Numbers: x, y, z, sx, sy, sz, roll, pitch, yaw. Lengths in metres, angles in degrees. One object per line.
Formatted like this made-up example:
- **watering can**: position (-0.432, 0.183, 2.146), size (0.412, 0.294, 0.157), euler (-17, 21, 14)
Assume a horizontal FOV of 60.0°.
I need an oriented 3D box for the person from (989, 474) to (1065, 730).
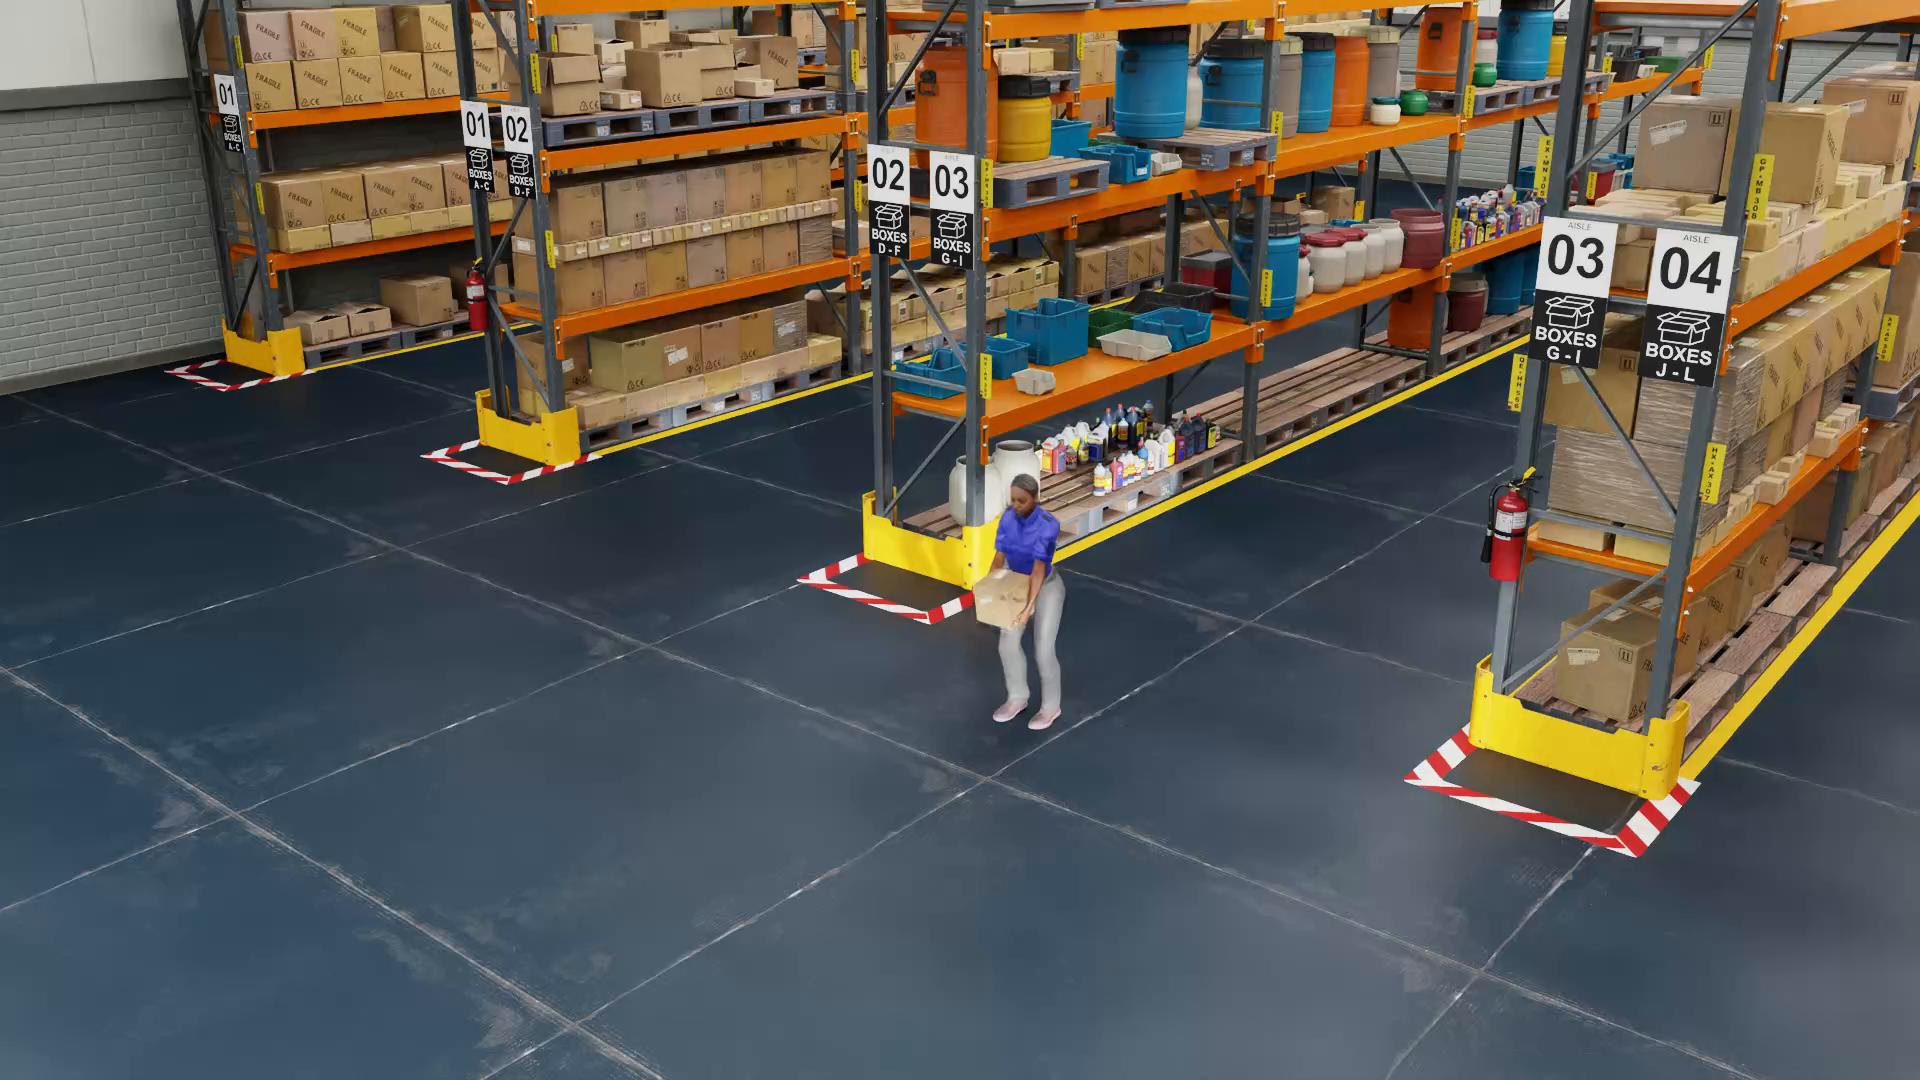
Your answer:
- **person**: position (0.397, 0.367, 10.138), size (0.411, 1.637, 0.539), euler (15, 25, 36)
